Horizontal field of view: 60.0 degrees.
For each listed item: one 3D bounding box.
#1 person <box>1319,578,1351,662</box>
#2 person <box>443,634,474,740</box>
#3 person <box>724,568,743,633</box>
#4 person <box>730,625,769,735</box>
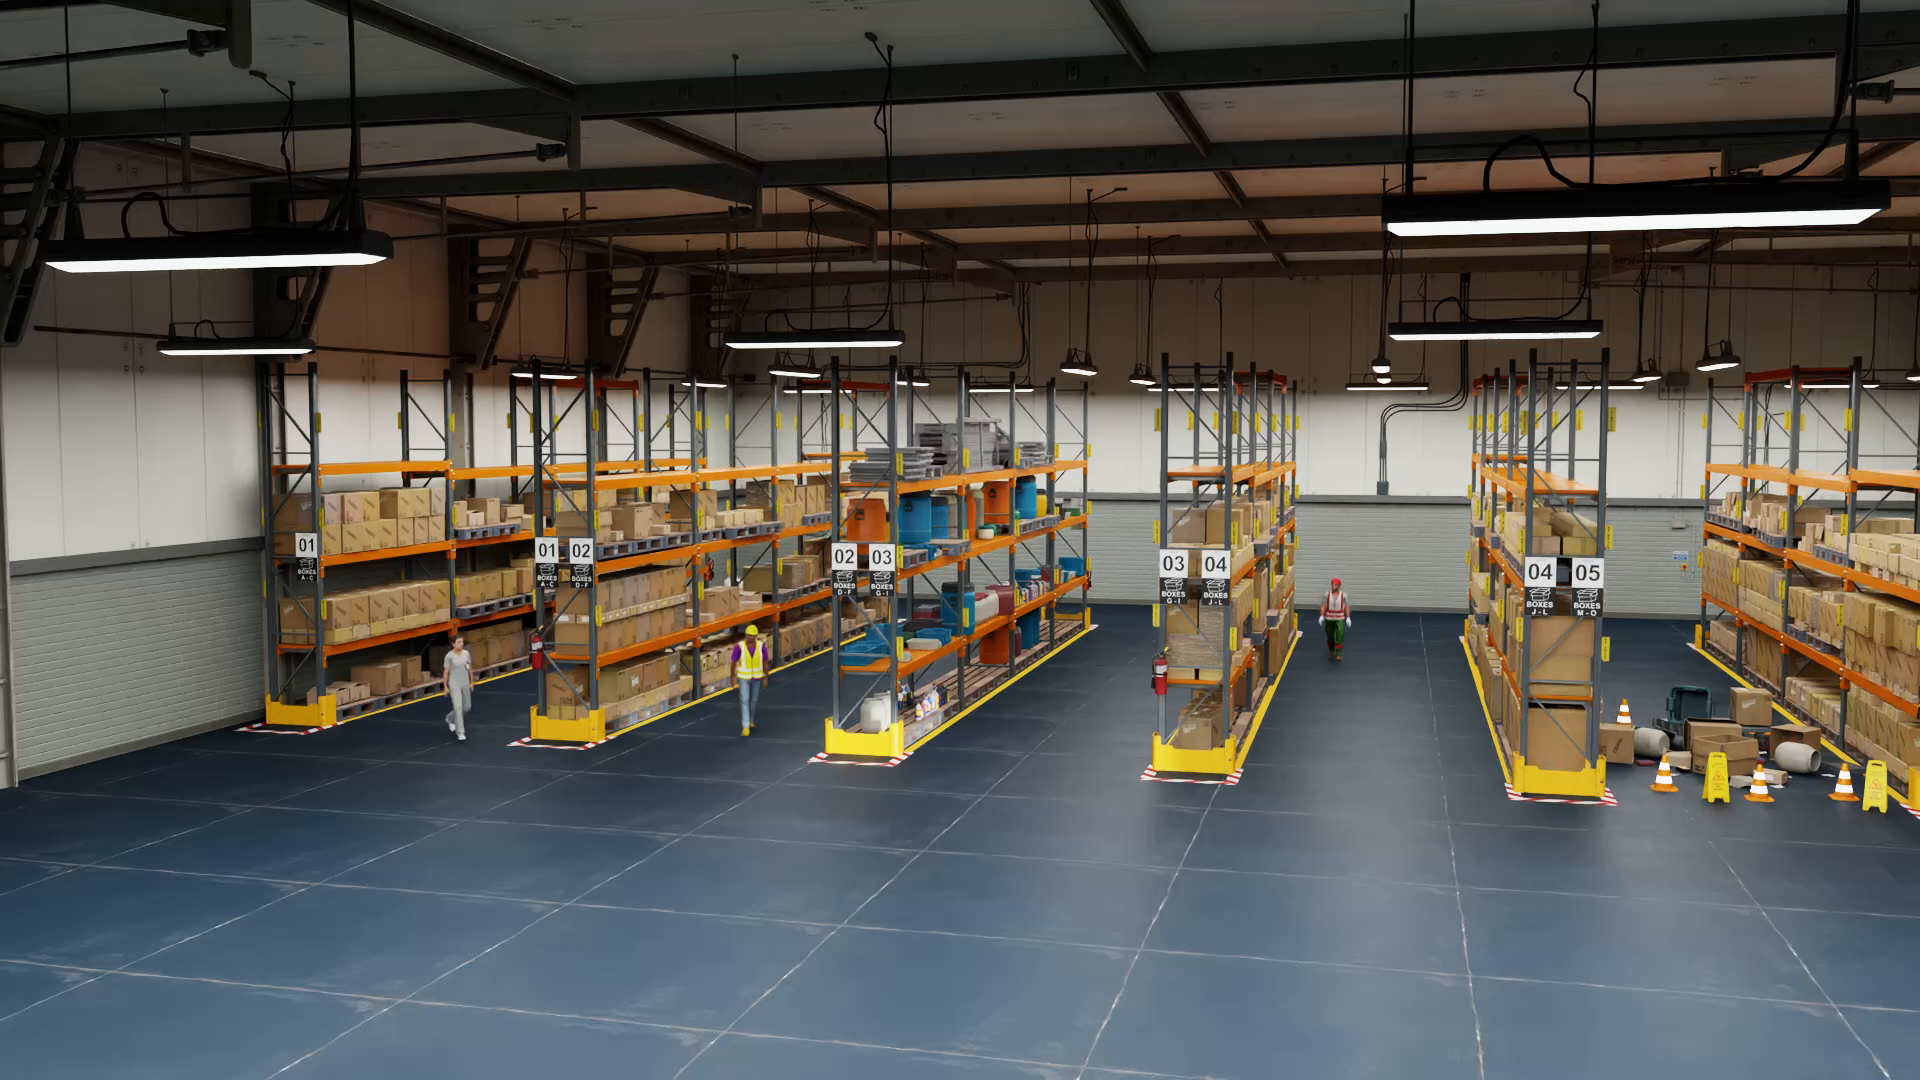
[{"bbox_3d":[7.897,1.661,35.001,0.667,1.731,1.098,1,4,11],"label":"person"},{"bbox_3d":[-7.983,2.309,26.444,0.499,1.642,0.861,-4,6,-45],"label":"person"},{"bbox_3d":[-5.319,1.430,39.007,0.521,1.617,1.060,0,4,4],"label":"person"},{"bbox_3d":[-3.375,2.225,26.849,0.593,1.718,0.951,-2,4,-24],"label":"person"}]
